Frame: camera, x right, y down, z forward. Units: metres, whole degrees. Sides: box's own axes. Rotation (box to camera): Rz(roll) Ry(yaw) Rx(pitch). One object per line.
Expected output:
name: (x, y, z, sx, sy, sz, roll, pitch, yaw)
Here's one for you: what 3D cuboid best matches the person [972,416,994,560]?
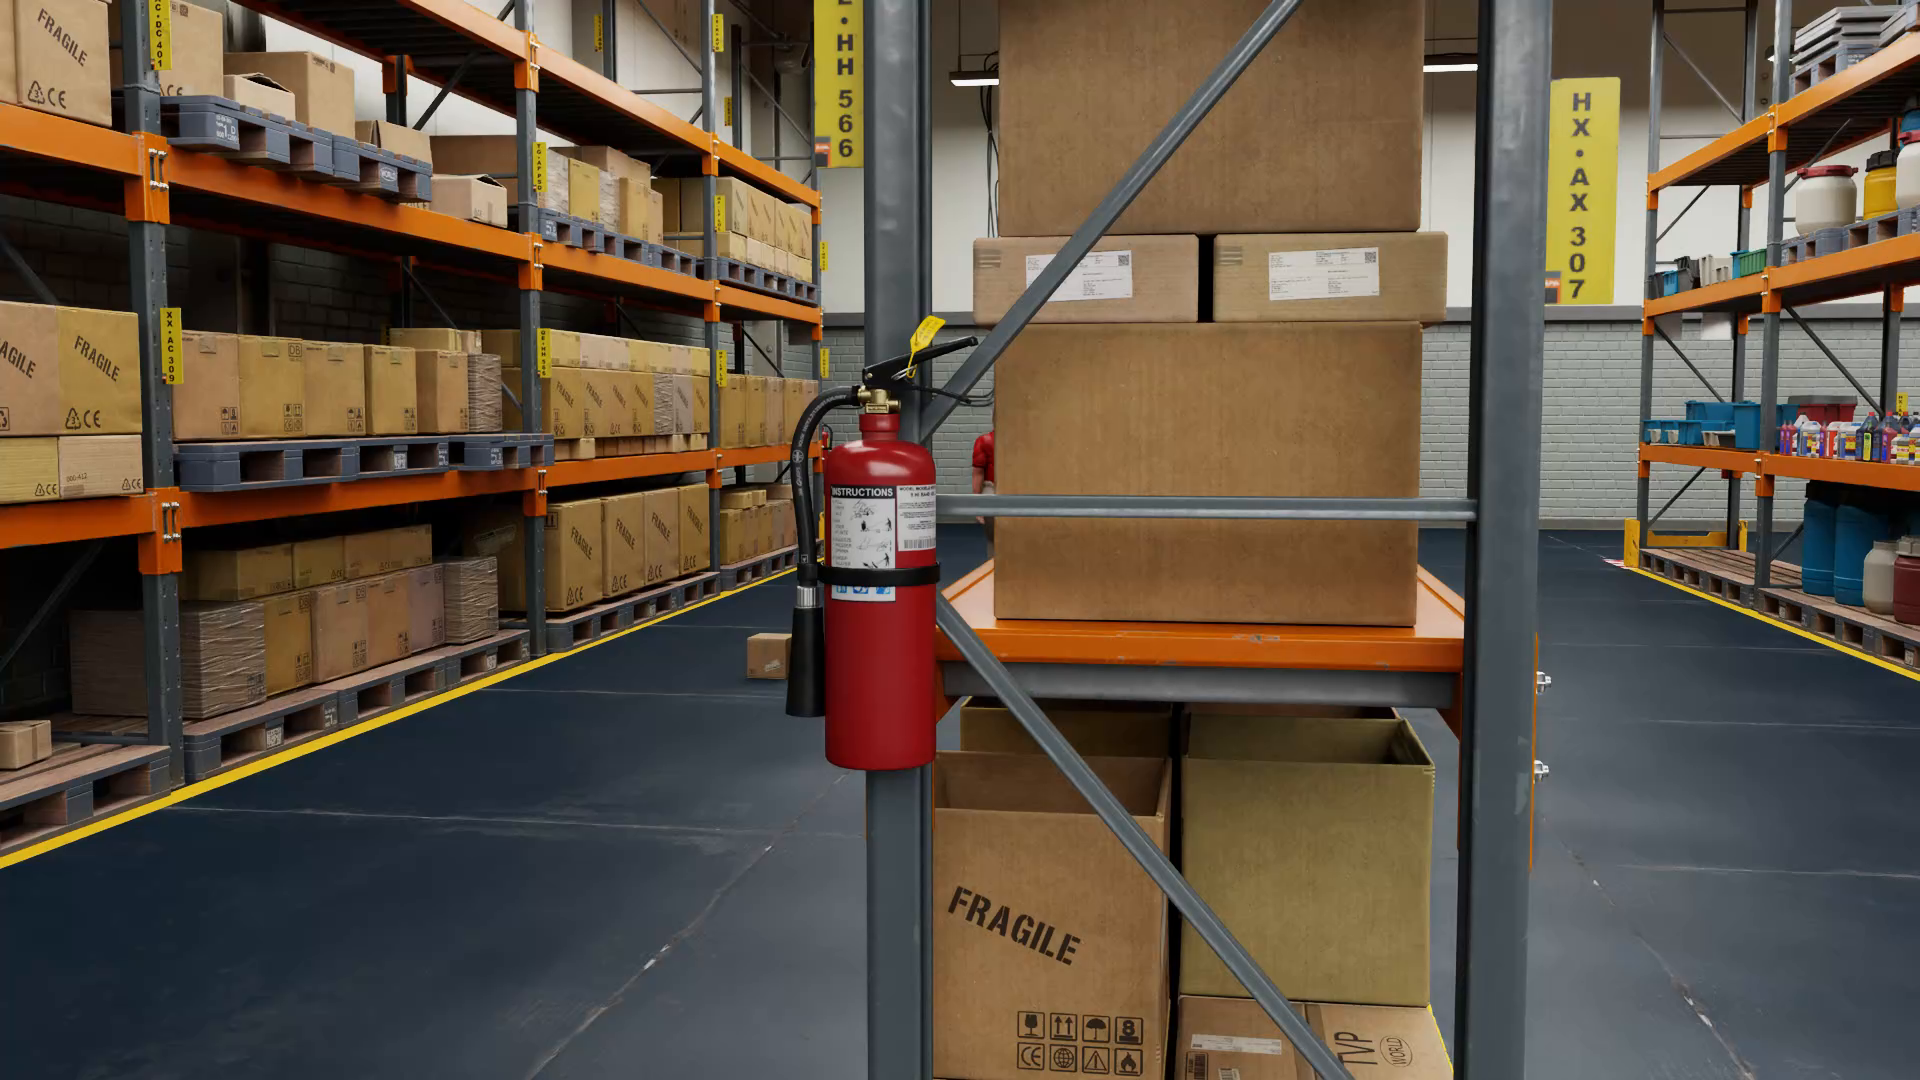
person: (0.386, -0.332, 14.402, 0.524, 1.693, 0.765, 1, 5, 15)
